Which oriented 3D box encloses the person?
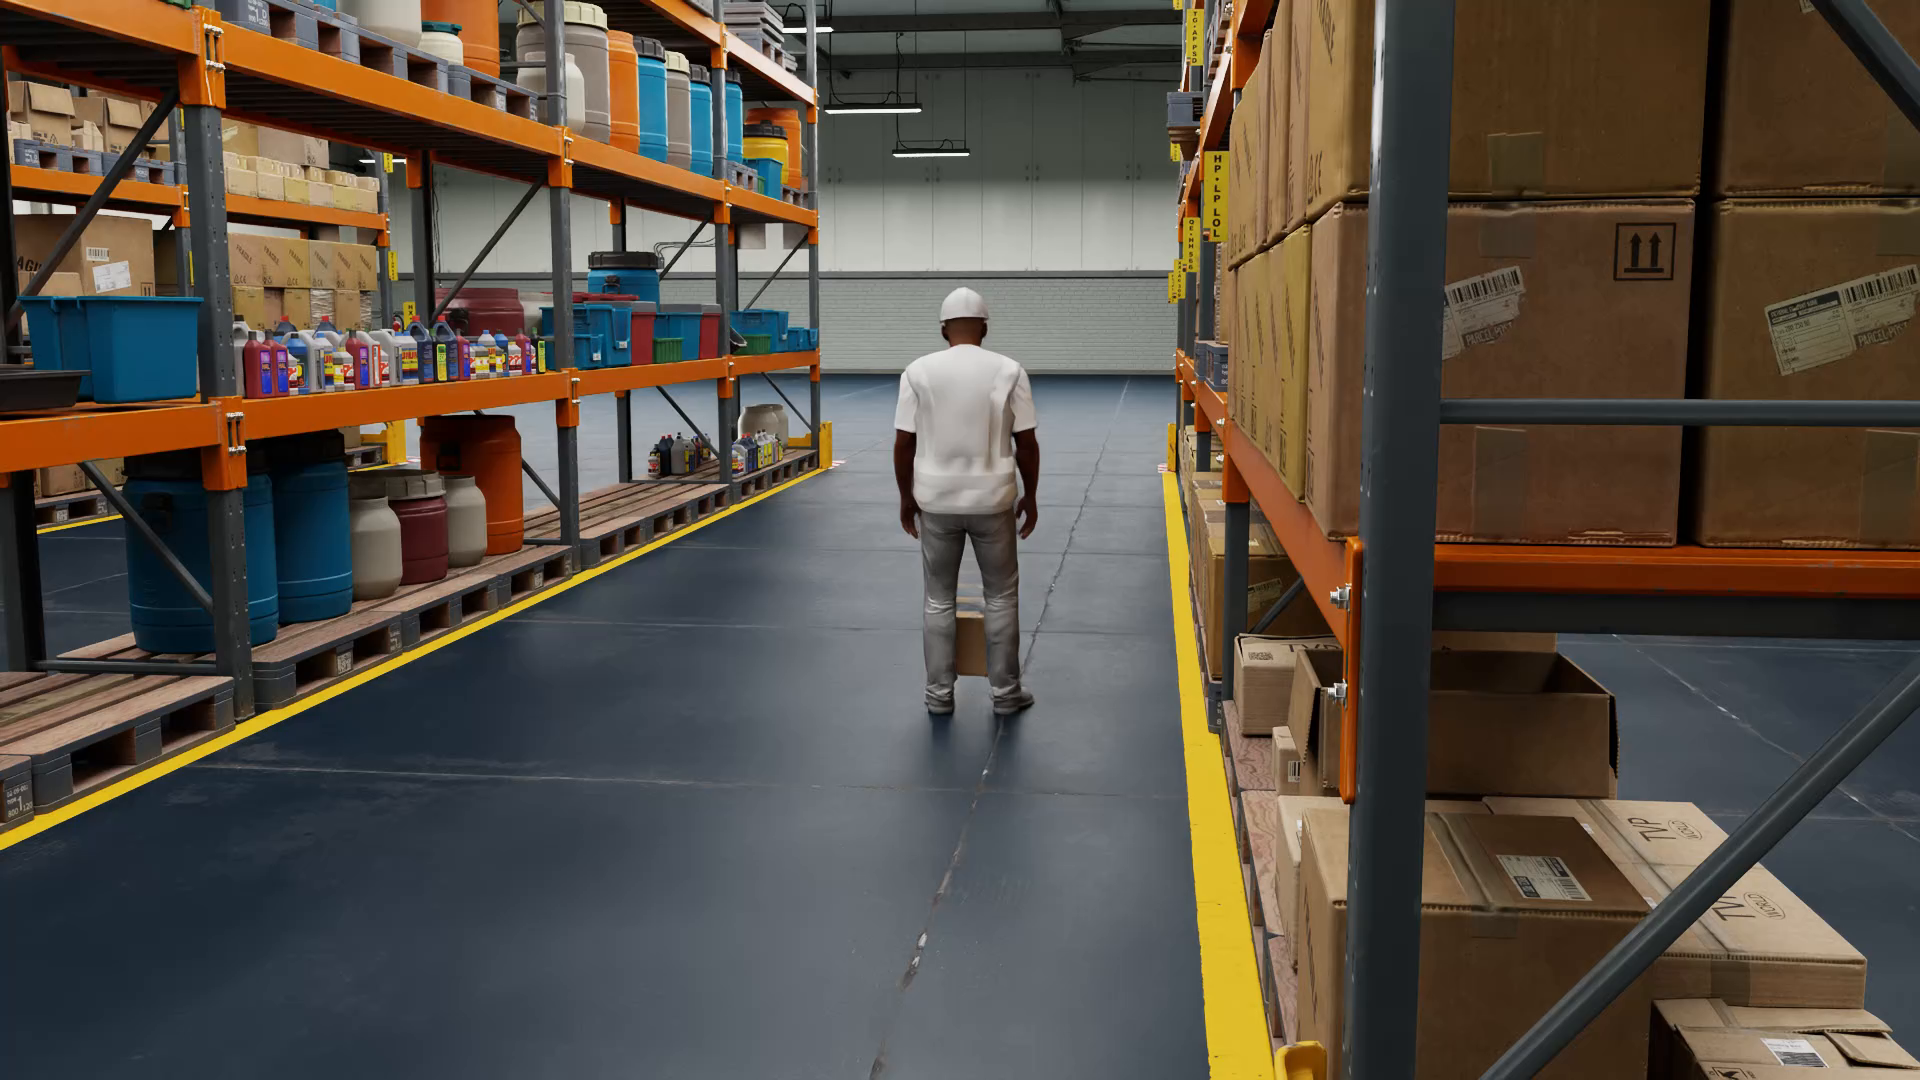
[{"bbox_3d":[0.029,-0.158,6.913,0.604,1.762,0.446,1,8,5],"label":"person"}]
